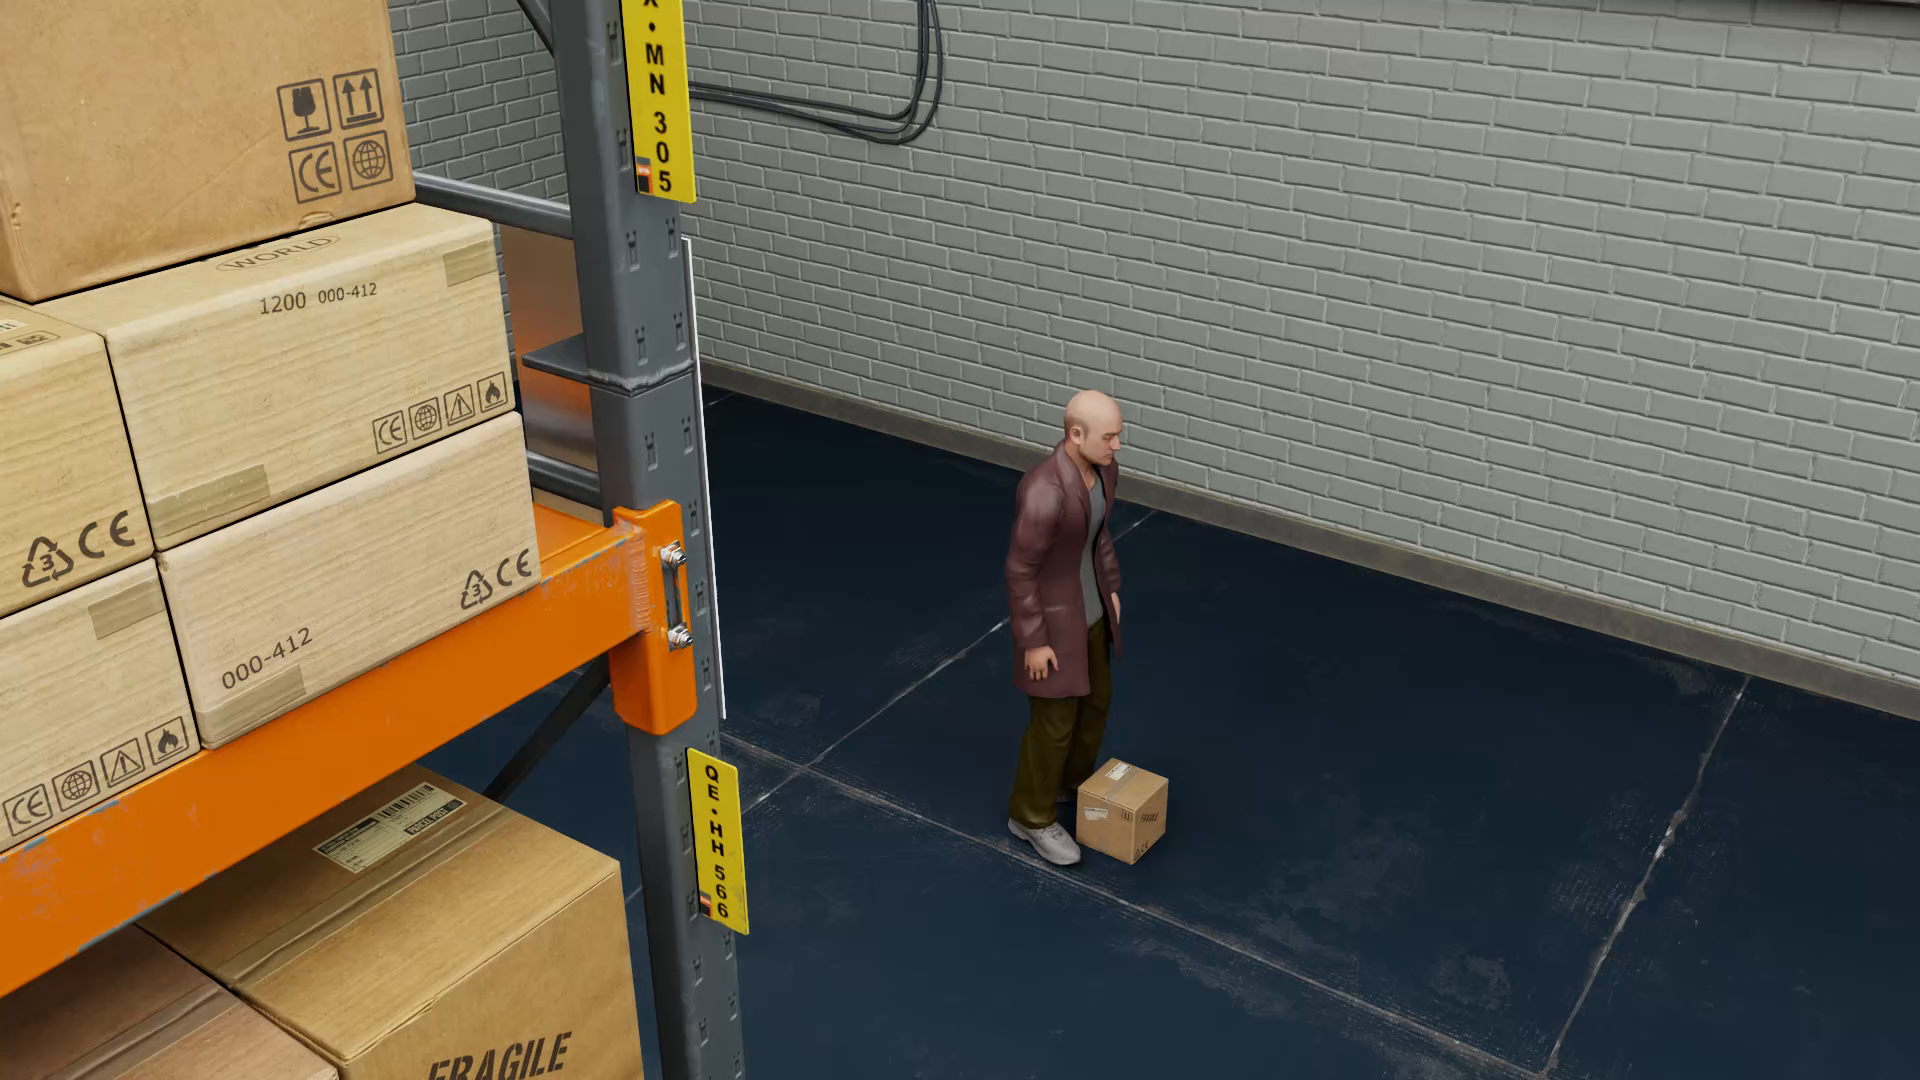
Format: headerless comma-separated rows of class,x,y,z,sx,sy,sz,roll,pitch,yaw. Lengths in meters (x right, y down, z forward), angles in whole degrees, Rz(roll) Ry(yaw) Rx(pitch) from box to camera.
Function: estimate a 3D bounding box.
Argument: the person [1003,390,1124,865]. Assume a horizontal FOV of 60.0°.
person,0.400,0.286,6.063,0.427,1.773,0.641,17,31,30
